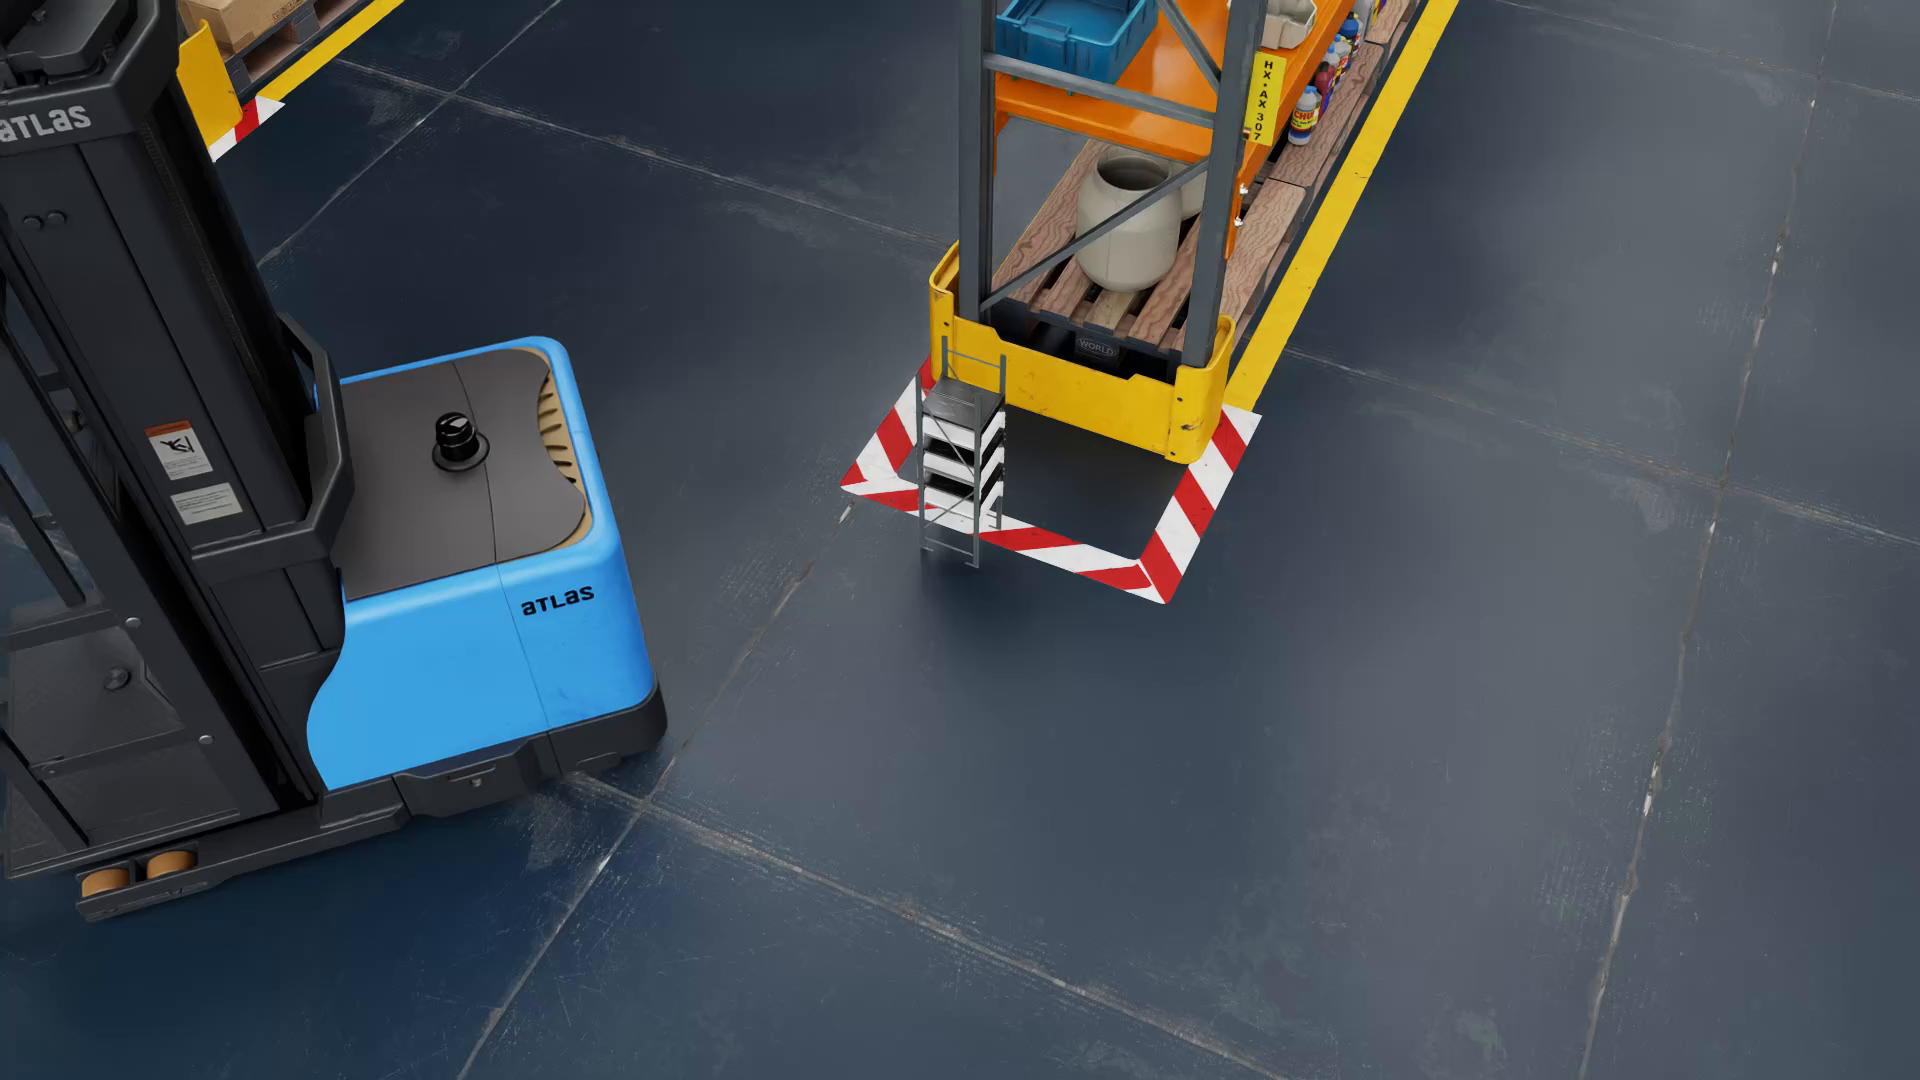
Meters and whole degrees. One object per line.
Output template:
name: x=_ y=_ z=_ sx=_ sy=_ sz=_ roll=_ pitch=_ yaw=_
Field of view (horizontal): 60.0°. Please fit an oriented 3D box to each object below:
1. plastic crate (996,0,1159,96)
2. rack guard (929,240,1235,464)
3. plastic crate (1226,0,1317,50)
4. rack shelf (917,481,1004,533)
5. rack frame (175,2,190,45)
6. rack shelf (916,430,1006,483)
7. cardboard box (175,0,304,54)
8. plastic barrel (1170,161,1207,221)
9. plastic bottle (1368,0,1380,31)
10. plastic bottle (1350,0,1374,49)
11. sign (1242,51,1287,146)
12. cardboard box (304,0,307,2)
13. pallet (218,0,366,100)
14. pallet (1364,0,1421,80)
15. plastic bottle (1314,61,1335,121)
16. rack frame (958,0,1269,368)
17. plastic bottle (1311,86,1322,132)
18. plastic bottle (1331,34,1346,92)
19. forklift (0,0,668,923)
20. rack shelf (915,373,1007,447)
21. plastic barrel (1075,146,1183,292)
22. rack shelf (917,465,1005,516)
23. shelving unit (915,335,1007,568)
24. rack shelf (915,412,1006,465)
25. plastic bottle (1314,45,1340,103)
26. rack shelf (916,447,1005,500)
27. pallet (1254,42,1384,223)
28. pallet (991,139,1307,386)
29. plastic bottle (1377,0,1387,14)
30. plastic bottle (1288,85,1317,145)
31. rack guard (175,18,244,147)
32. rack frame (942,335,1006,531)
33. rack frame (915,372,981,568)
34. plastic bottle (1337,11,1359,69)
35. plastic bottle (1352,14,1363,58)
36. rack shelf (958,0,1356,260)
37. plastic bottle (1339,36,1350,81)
plastic crate: x=0.415 y=-1.887 z=5.984 sx=0.499 sy=0.251 sz=0.616 roll=20 pitch=52 yaw=16
rack guard: x=0.461 y=-0.751 z=6.561 sx=1.175 sy=0.500 sz=0.348 roll=20 pitch=52 yaw=16
plastic crate: x=1.145 y=-1.919 z=6.087 sx=0.298 sy=0.136 sz=0.250 roll=20 pitch=52 yaw=16
rack shelf: x=0.003 y=-0.159 z=6.074 sx=0.258 sy=0.077 sz=0.200 roll=20 pitch=52 yaw=16
rack frame: x=-4.006 y=-3.107 z=6.925 sx=1.000 sy=3.000 sz=0.127 roll=20 pitch=52 yaw=16
rack shelf: x=0.003 y=-0.334 z=5.869 sx=0.258 sy=0.077 sz=0.200 roll=20 pitch=52 yaw=16
cardboard box: x=-3.575 y=-2.649 z=8.064 sx=0.500 sy=0.250 sz=0.500 roll=20 pitch=52 yaw=16
plastic barrel: x=0.898 y=-1.646 z=7.039 sx=0.421 sy=0.512 sz=0.421 roll=0 pitch=50 yaw=0
plastic bottle: x=1.946 y=-2.640 z=7.977 sx=0.144 sy=0.351 sz=0.185 roll=19 pitch=52 yaw=16
plastic bottle: x=1.873 y=-2.505 z=7.912 sx=0.152 sy=0.276 sz=0.135 roll=21 pitch=53 yaw=17
sign: x=0.967 y=-1.401 z=5.291 sx=0.100 sy=0.325 sz=0.005 roll=20 pitch=52 yaw=16
cardboard box: x=-3.365 y=-2.995 z=8.358 sx=0.500 sy=0.250 sz=0.500 roll=20 pitch=52 yaw=16
pallet: x=-3.717 y=-2.744 z=8.446 sx=1.003 sy=0.211 sz=1.213 roll=20 pitch=52 yaw=16
pallet: x=1.856 y=-2.895 z=8.575 sx=1.003 sy=0.211 sz=1.213 roll=20 pitch=52 yaw=16
plastic bottle: x=1.641 y=-2.052 z=7.522 sx=0.061 sy=0.283 sz=0.133 roll=21 pitch=53 yaw=17
rack frame: x=0.471 y=-1.493 z=5.551 sx=1.000 sy=3.000 sz=0.127 roll=20 pitch=52 yaw=16
plastic bottle: x=1.572 y=-1.947 z=7.486 sx=0.097 sy=0.201 sz=0.097 roll=0 pitch=50 yaw=0
plastic bottle: x=1.717 y=-2.204 z=7.658 sx=0.097 sy=0.271 sz=0.097 roll=0 pitch=50 yaw=0
forklift: x=-2.562 y=-0.221 z=4.513 sx=3.031 sy=2.935 sz=1.130 roll=-15 pitch=51 yaw=-12
rack shelf: x=0.003 y=-0.450 z=5.732 sx=0.258 sy=0.077 sz=0.200 roll=20 pitch=52 yaw=16
plastic barrel: x=0.683 y=-1.301 z=6.745 sx=0.421 sy=0.512 sz=0.421 roll=0 pitch=50 yaw=0
rack shelf: x=0.003 y=-0.217 z=6.006 sx=0.258 sy=0.077 sz=0.200 roll=20 pitch=52 yaw=16
shelving unit: x=0.003 y=-0.297 z=5.912 sx=0.258 sy=0.900 sz=0.210 roll=20 pitch=52 yaw=16
rack shelf: x=0.003 y=-0.392 z=5.800 sx=0.258 sy=0.077 sz=0.200 roll=20 pitch=52 yaw=16
plastic bottle: x=1.674 y=-2.135 z=7.599 sx=0.097 sy=0.271 sz=0.097 roll=0 pitch=50 yaw=0
rack shelf: x=0.003 y=-0.276 z=5.937 sx=0.258 sy=0.077 sz=0.200 roll=20 pitch=52 yaw=16
pallet: x=1.336 y=-2.052 z=7.857 sx=1.003 sy=0.211 sz=1.213 roll=20 pitch=52 yaw=16
pallet: x=0.813 y=-1.215 z=7.145 sx=1.003 sy=0.211 sz=1.213 roll=20 pitch=52 yaw=16
plastic bottle: x=2.052 y=-2.715 z=8.085 sx=0.061 sy=0.283 sz=0.133 roll=23 pitch=53 yaw=18
plastic bottle: x=1.528 y=-1.899 z=7.399 sx=0.097 sy=0.271 sz=0.097 roll=0 pitch=50 yaw=0
rack guard: x=-4.016 y=-2.281 z=7.862 sx=1.175 sy=0.500 sz=0.348 roll=20 pitch=52 yaw=16
rack frame: x=0.047 y=-0.367 z=5.971 sx=0.240 sy=0.900 sz=0.006 roll=20 pitch=52 yaw=16
rack frame: x=-0.040 y=-0.227 z=5.852 sx=0.240 sy=0.900 sz=0.006 roll=20 pitch=52 yaw=16
plastic bottle: x=1.803 y=-2.343 z=7.777 sx=0.097 sy=0.271 sz=0.097 roll=0 pitch=50 yaw=0
plastic bottle: x=1.847 y=-2.391 z=7.863 sx=0.097 sy=0.201 sz=0.097 roll=0 pitch=50 yaw=0
rack shelf: x=1.326 y=-2.637 z=6.997 sx=1.077 sy=0.370 sz=4.000 roll=20 pitch=52 yaw=16
plastic bottle: x=1.759 y=-2.249 z=7.743 sx=0.097 sy=0.201 sz=0.097 roll=0 pitch=50 yaw=0
